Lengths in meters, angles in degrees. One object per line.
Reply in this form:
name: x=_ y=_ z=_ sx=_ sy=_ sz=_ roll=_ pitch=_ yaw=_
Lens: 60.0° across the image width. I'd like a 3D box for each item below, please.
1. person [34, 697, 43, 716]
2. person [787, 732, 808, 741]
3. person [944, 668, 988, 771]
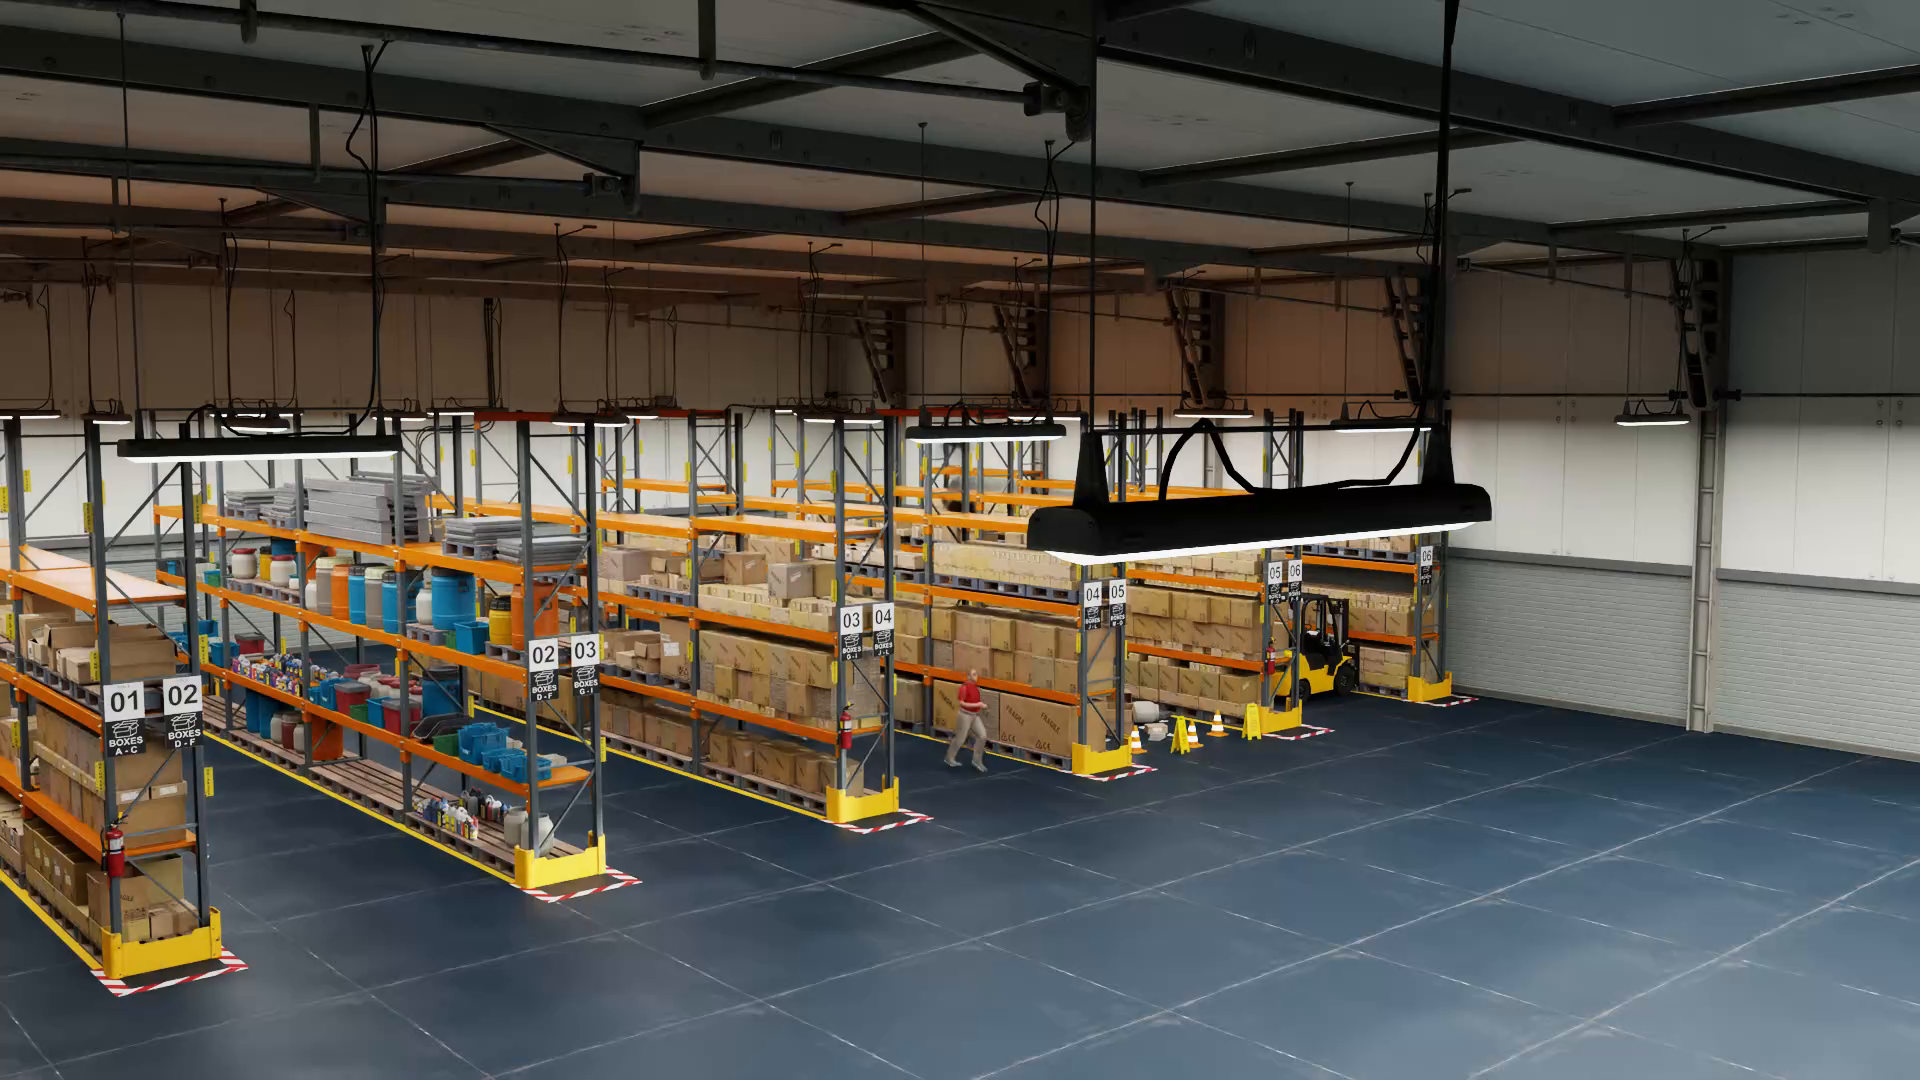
person: x=-16.573 y=2.905 z=29.882 sx=0.589 sy=1.609 sz=0.562 roll=4 pitch=6 yaw=39
person: x=-2.883 y=2.825 z=30.478 sx=0.719 sy=1.733 sz=0.551 roll=3 pitch=6 yaw=27
person: x=0.130 y=3.031 z=27.961 sx=0.852 sy=1.787 sz=0.599 roll=3 pitch=6 yaw=32
